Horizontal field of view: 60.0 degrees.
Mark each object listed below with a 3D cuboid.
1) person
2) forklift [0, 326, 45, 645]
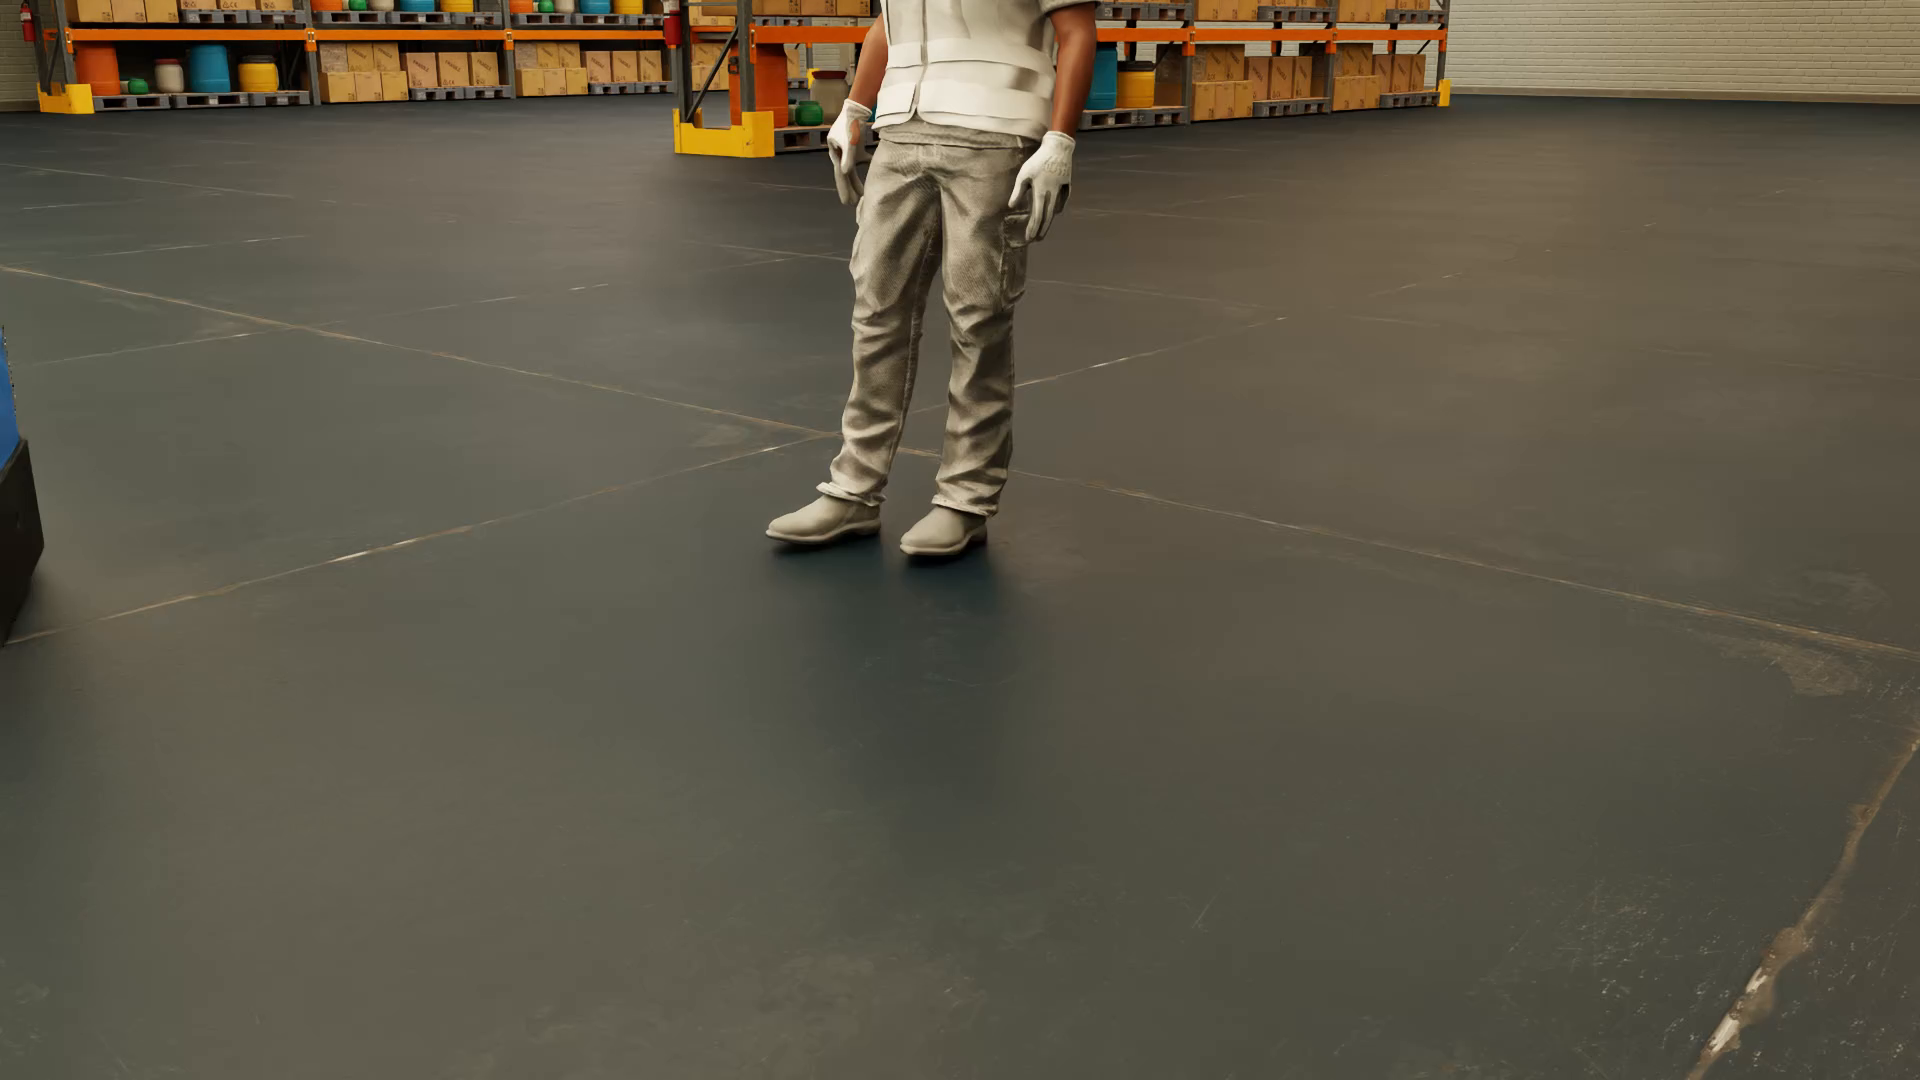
[{"bbox_3d":[-0.053,-0.845,3.632,0.657,1.785,0.575,13,21,37],"label":"person"},{"bbox_3d":[-3.258,-1.042,2.327,3.031,2.935,1.130,-7,18,-21],"label":"forklift"}]
